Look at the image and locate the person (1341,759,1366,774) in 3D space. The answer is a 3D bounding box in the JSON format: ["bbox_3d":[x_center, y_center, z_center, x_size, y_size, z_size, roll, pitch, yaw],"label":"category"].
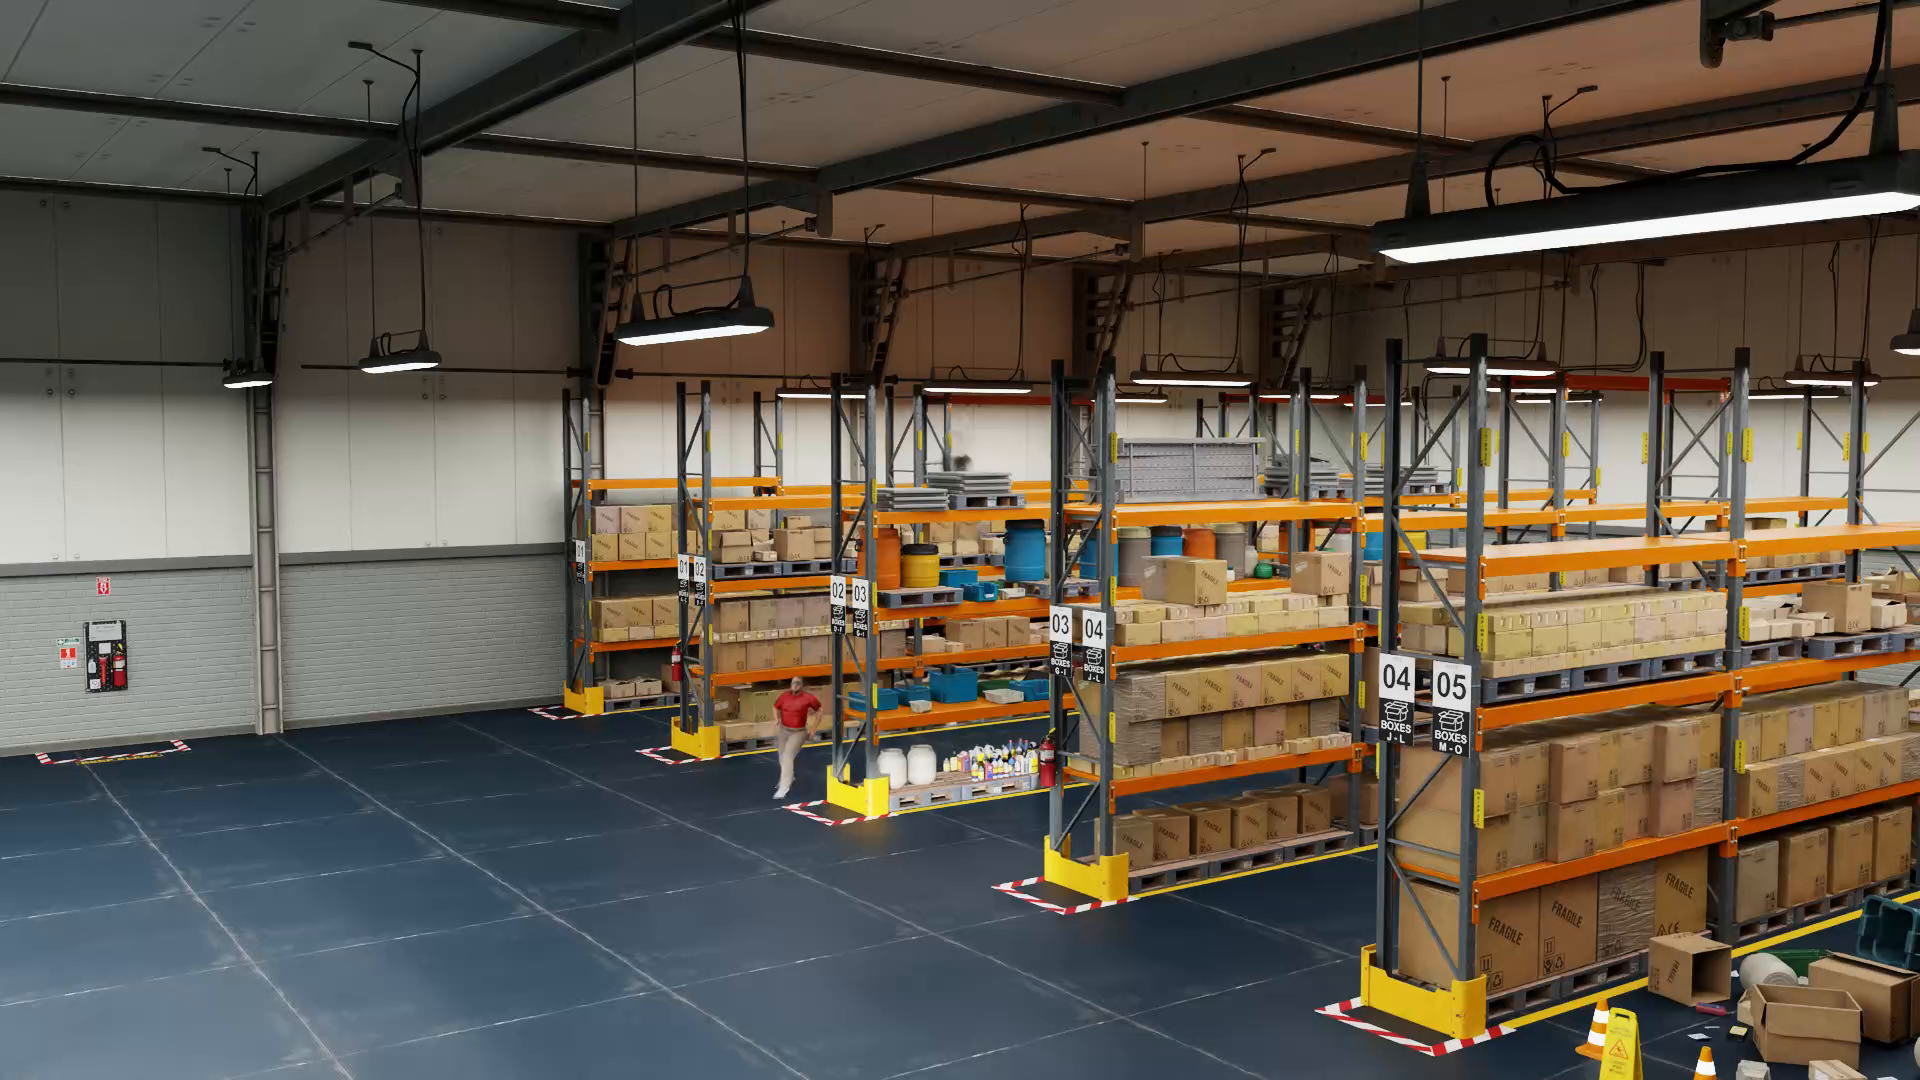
[{"bbox_3d":[5.677,2.809,24.082,0.851,1.637,0.579,-4,5,-44],"label":"person"}]

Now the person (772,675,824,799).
[{"bbox_3d":[-2.373,2.807,23.747,0.741,1.763,0.766,2,4,25],"label":"person"}]

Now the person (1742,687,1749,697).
[{"bbox_3d":[10.692,2.808,22.936,0.676,1.742,0.673,4,5,44],"label":"person"}]
